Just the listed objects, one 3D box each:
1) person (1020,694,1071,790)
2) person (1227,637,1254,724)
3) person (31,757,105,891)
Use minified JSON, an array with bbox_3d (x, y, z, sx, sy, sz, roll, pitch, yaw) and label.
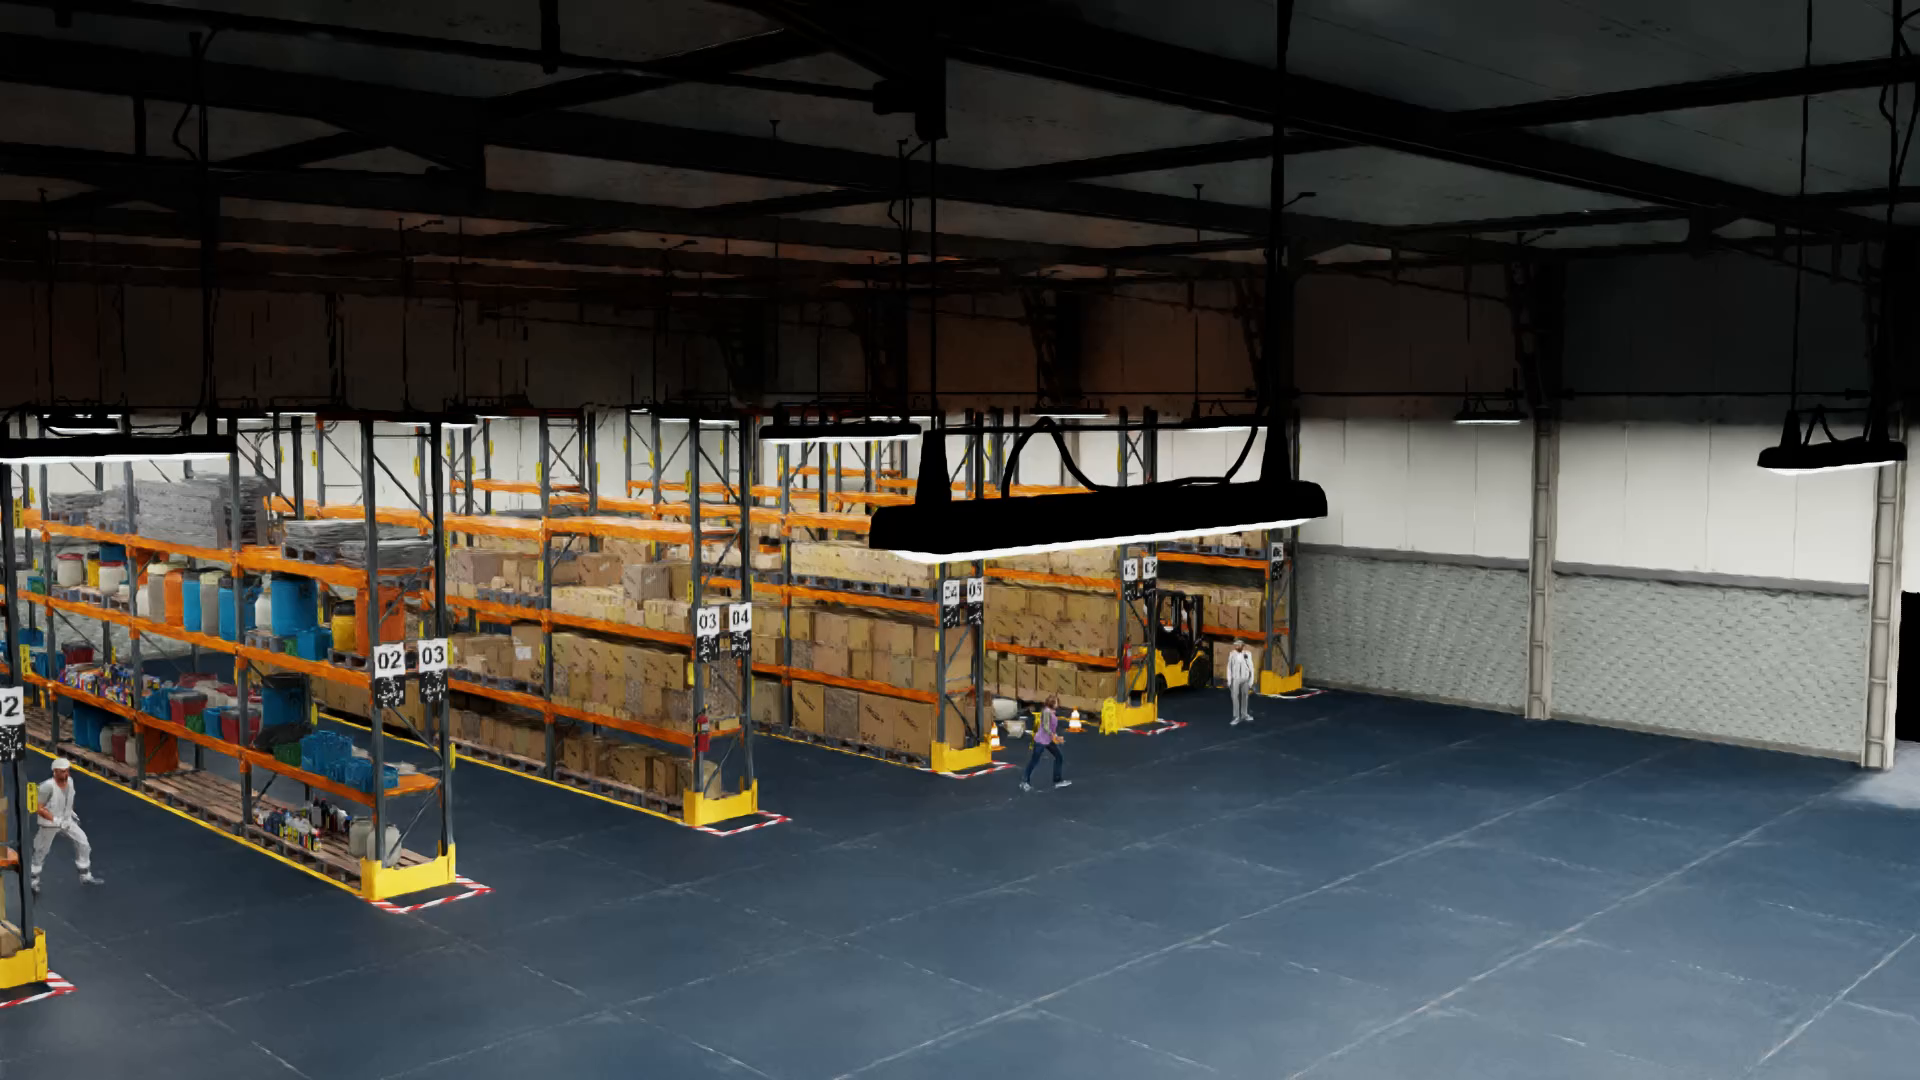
[{"bbox_3d":[1.357,3.209,26.533,0.755,1.533,0.572,2,6,23],"label":"person"},{"bbox_3d":[5.399,2.678,31.975,0.520,1.667,0.550,1,5,8],"label":"person"},{"bbox_3d":[-11.449,3.593,21.108,0.829,1.716,0.686,2,6,26],"label":"person"}]
